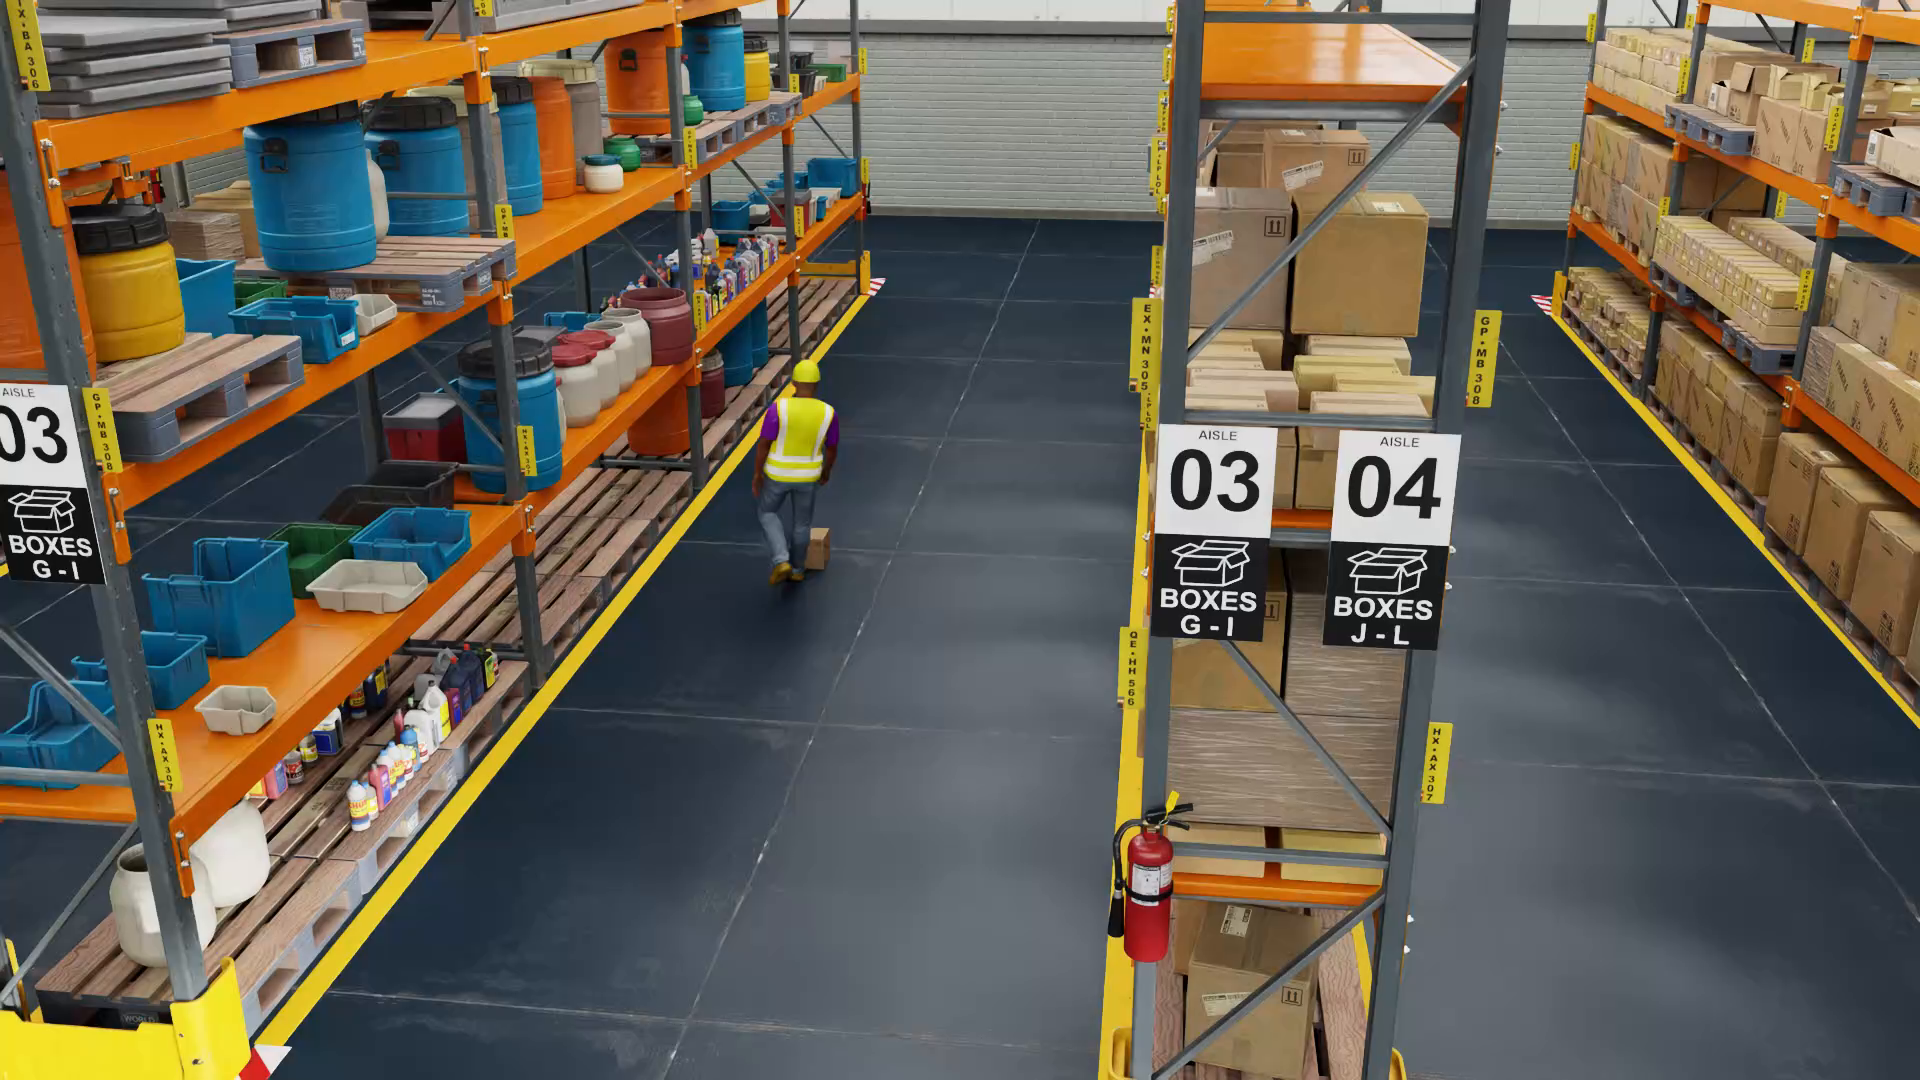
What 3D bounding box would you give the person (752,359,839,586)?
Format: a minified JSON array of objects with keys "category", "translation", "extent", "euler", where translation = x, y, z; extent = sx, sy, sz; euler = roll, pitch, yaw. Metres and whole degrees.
[{"category":"person","translation":[-1.234,-0.505,12.341],"extent":[0.663,1.759,0.618],"euler":[-5,22,-12]}]
